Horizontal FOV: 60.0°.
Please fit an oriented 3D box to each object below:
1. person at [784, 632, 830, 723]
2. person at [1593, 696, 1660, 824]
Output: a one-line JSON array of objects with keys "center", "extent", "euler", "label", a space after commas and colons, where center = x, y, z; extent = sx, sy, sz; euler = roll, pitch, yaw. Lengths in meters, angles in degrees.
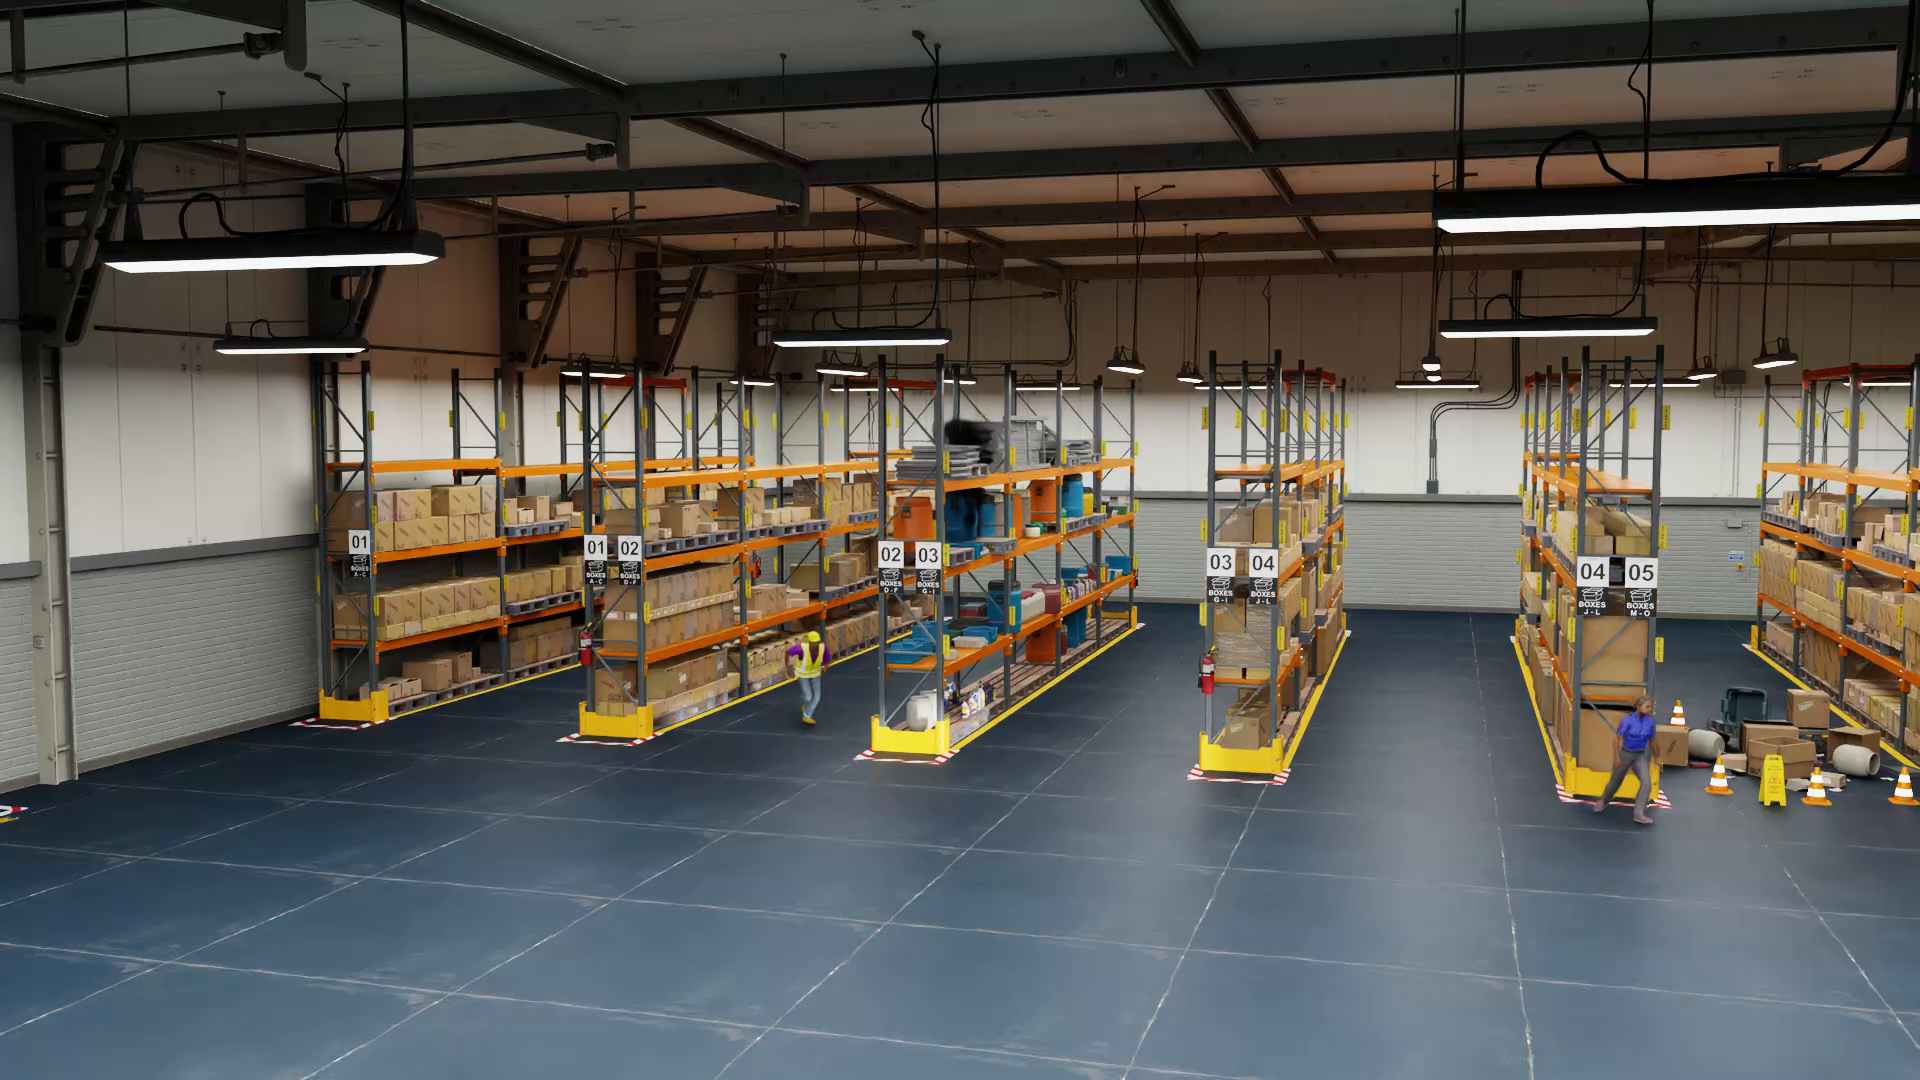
[{"center": [-2.507, 2.265, 27.339], "extent": [0.737, 1.576, 0.828], "euler": [-2, 4, -20], "label": "person"}, {"center": [8.408, 2.717, 20.923], "extent": [0.645, 1.588, 0.835], "euler": [-1, 4, -12], "label": "person"}]
